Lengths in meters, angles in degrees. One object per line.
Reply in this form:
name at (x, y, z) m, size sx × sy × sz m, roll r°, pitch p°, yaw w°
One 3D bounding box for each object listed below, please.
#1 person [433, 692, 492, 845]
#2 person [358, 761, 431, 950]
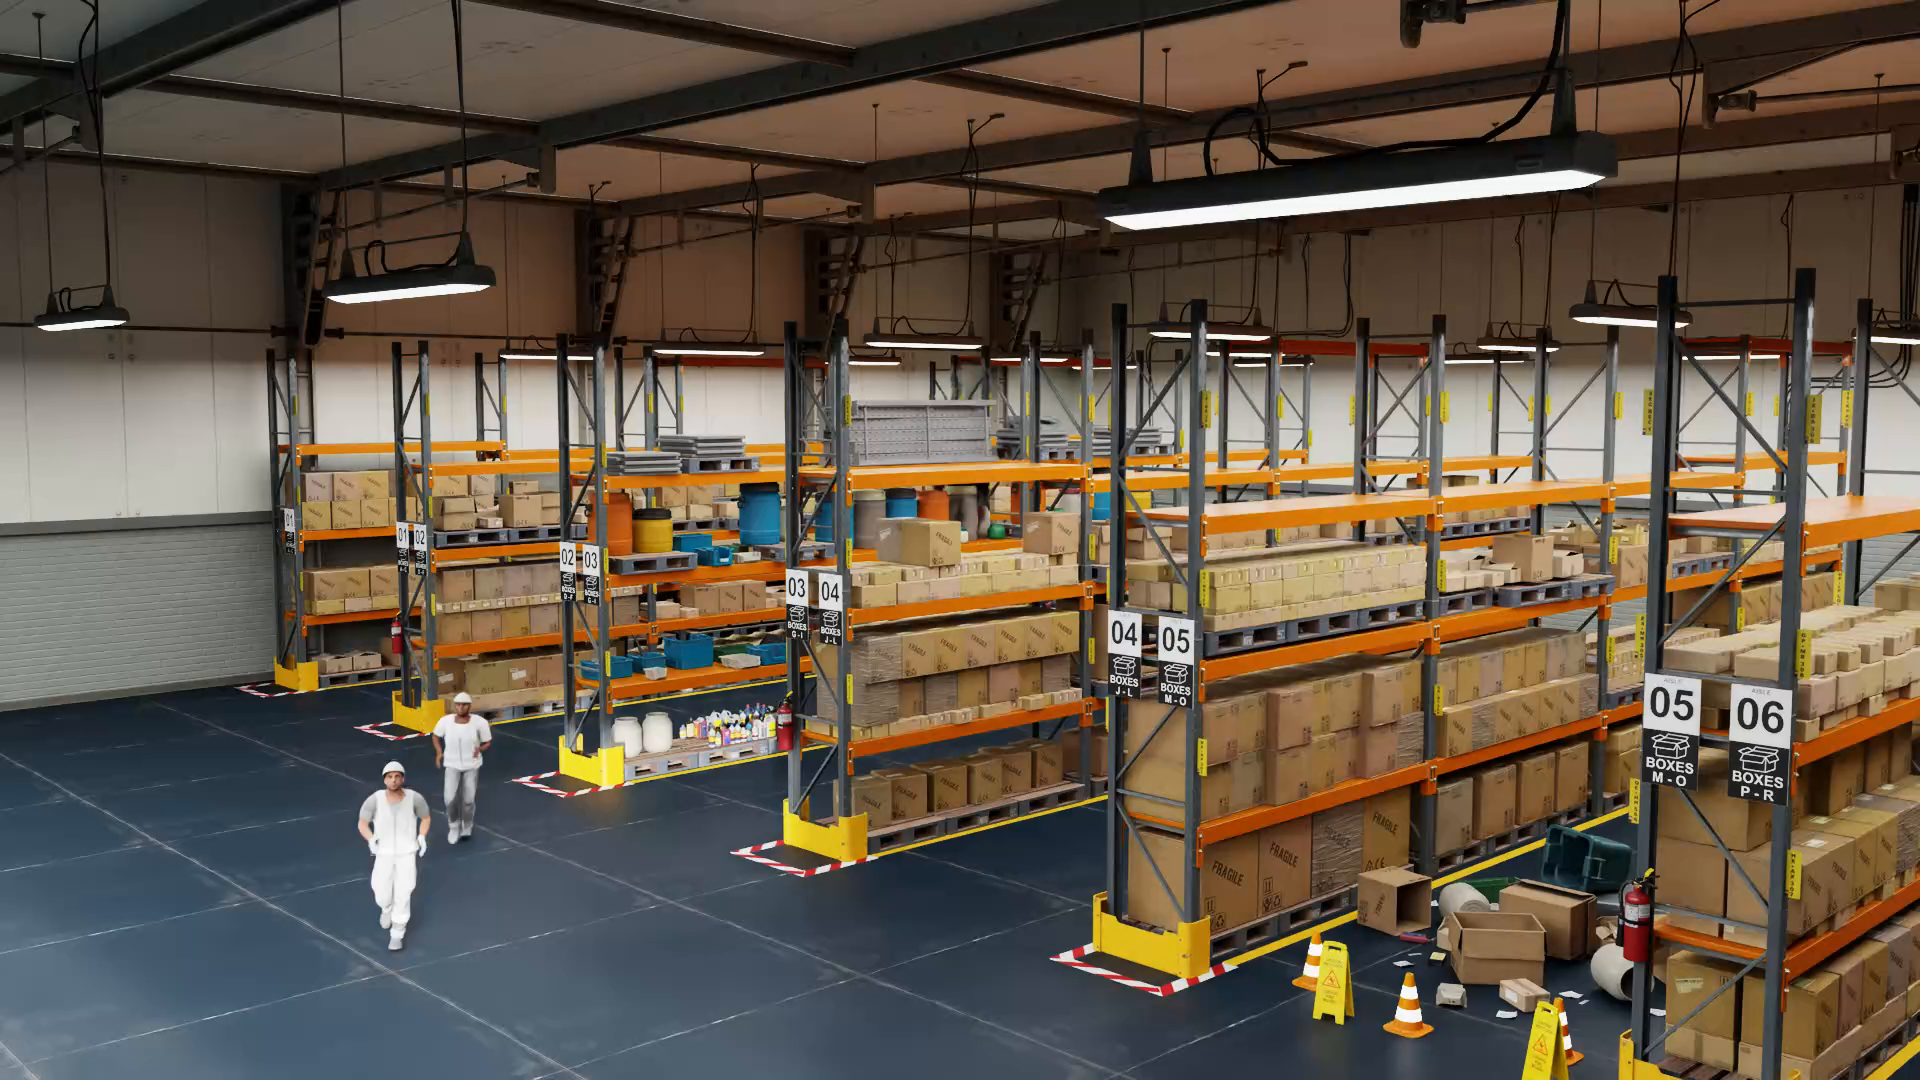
person at (-5.746, 2.636, 19.189) m, size 0.673 × 1.772 × 0.700 m, roll -1°, pitch 5°, yaw -13°
person at (-5.313, 2.940, 15.656) m, size 0.651 × 1.742 × 0.644 m, roll -2°, pitch 5°, yaw -19°
